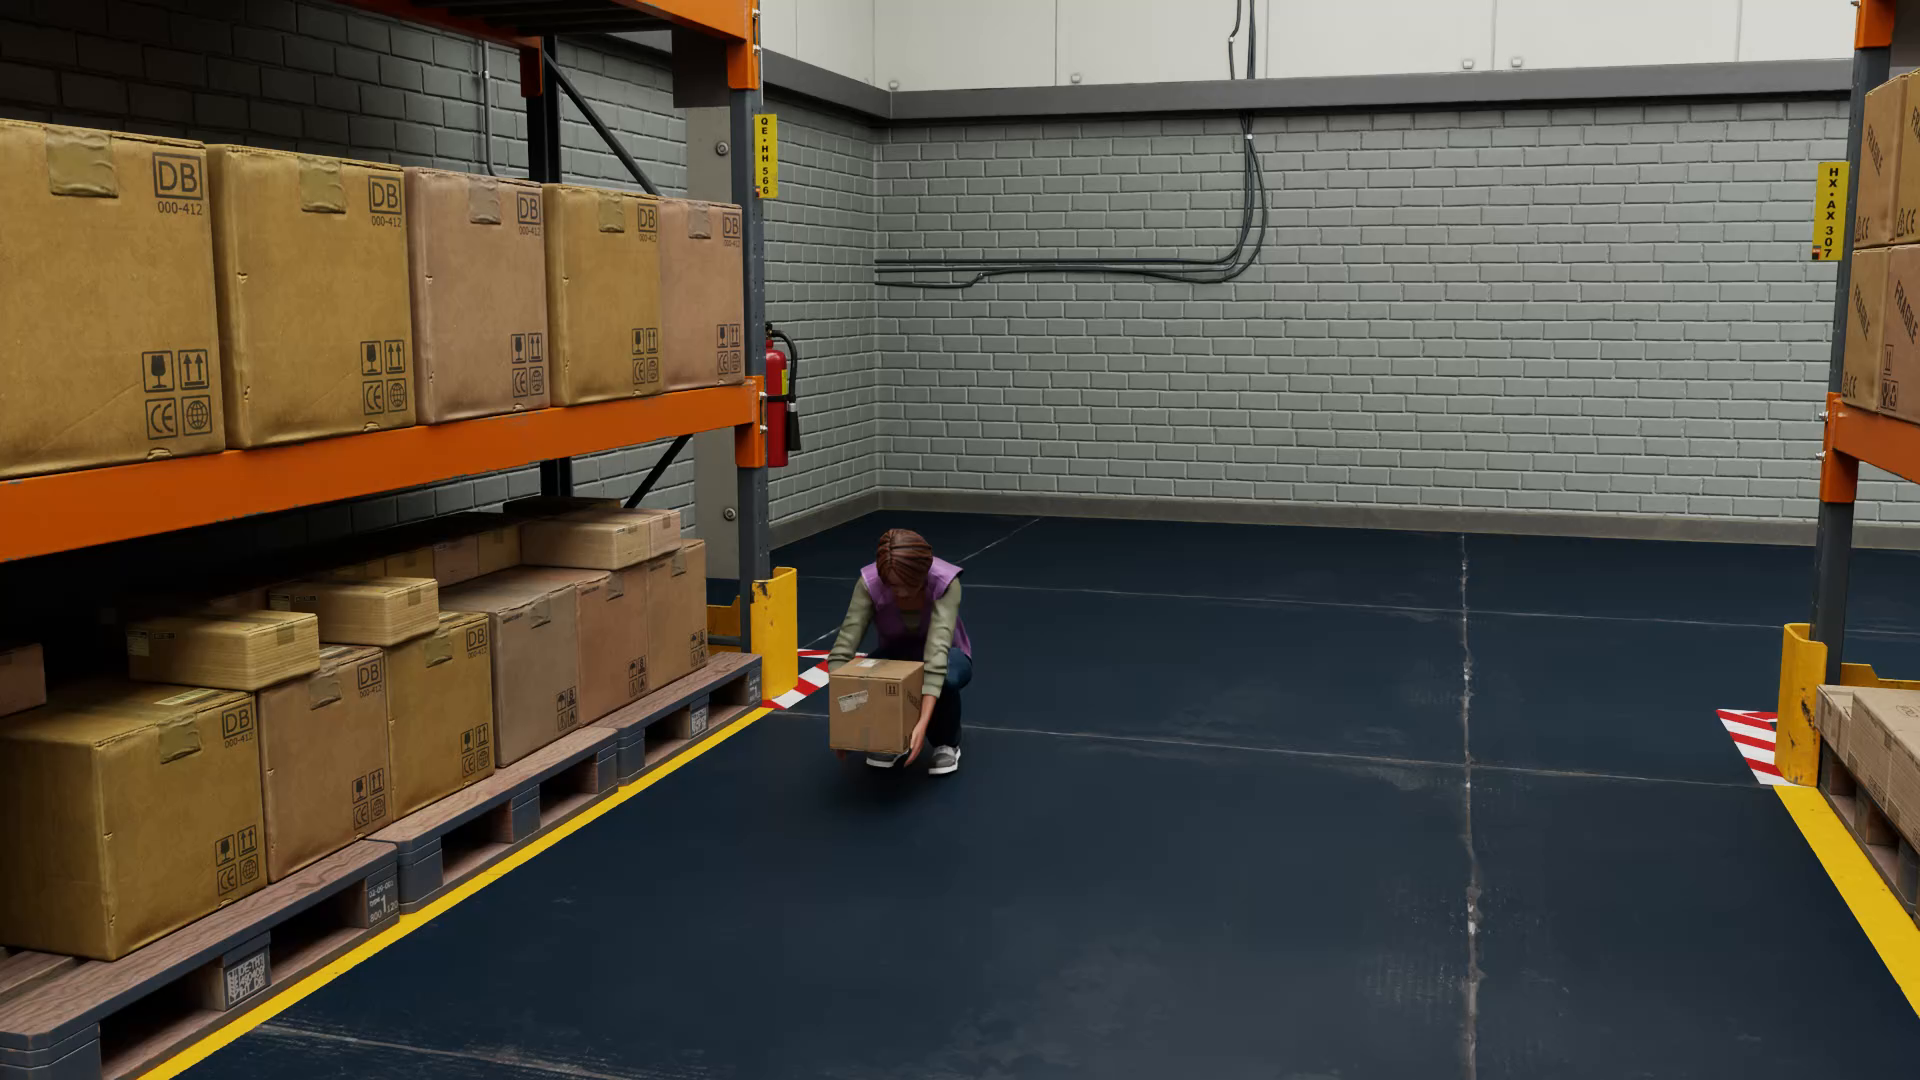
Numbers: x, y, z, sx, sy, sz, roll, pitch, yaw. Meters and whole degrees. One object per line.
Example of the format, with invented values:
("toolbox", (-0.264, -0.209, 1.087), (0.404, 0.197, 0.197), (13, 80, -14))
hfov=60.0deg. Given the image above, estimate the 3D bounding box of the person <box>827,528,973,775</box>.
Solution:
("person", (-0.192, 0.384, 5.754), (0.434, 0.884, 0.801), (2, 9, 16))
